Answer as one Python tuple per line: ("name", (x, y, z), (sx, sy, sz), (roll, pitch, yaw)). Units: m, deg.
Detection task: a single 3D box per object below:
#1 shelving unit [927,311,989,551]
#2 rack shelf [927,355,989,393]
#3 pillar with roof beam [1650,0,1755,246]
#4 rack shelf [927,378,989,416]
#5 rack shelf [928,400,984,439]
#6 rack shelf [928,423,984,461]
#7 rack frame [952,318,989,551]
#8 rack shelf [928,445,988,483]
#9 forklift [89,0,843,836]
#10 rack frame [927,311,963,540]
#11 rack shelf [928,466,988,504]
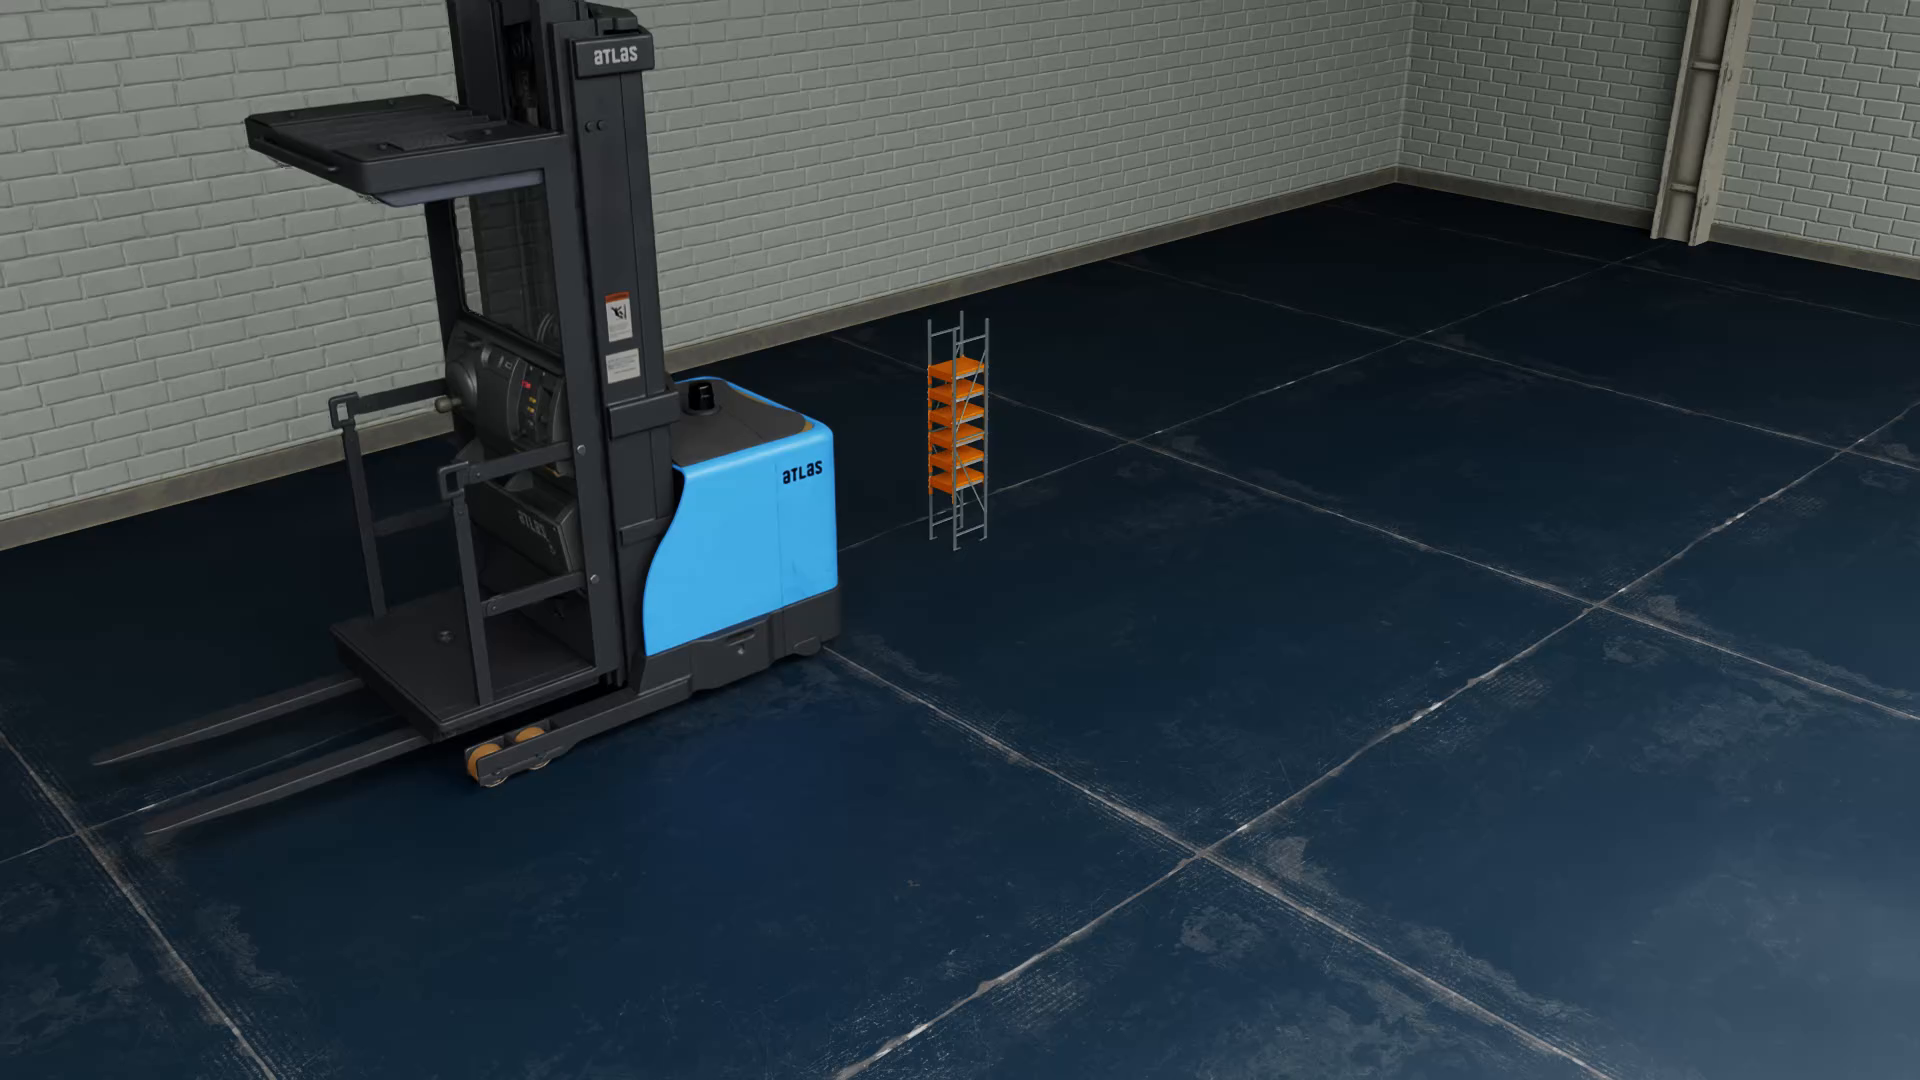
("shelving unit", (-0.010, -0.550, 8.511), (0.258, 1.200, 0.189), (-21, 32, -38))
("rack shelf", (-0.010, -0.837, 8.380), (0.258, 0.103, 0.180), (-21, 32, -38))
("pillar with roof beam", (3.137, -5.501, 9.967), (9.100, 9.000, 0.400), (-21, 32, -38))
("rack shelf", (-0.010, -0.728, 8.429), (0.258, 0.103, 0.180), (-21, 32, -38))
("rack shelf", (-0.010, -0.619, 8.479), (0.258, 0.103, 0.180), (-21, 32, -38))
("rack shelf", (-0.010, -0.510, 8.529), (0.258, 0.103, 0.180), (-21, 32, -38))
("rack frame", (0.053, -0.523, 8.450), (0.240, 1.200, 0.006), (-21, 32, -38))
("rack shelf", (-0.010, -0.401, 8.579), (0.258, 0.103, 0.180), (-21, 32, -38))
("forklift", (-1.982, -0.600, 6.533), (3.031, 2.935, 1.130), (-20, 31, -37))
("rack frame", (-0.072, -0.578, 8.571), (0.240, 1.200, 0.006), (-21, 32, -38))
("rack shelf", (-0.010, -0.291, 8.629), (0.258, 0.103, 0.180), (-21, 32, -38))
